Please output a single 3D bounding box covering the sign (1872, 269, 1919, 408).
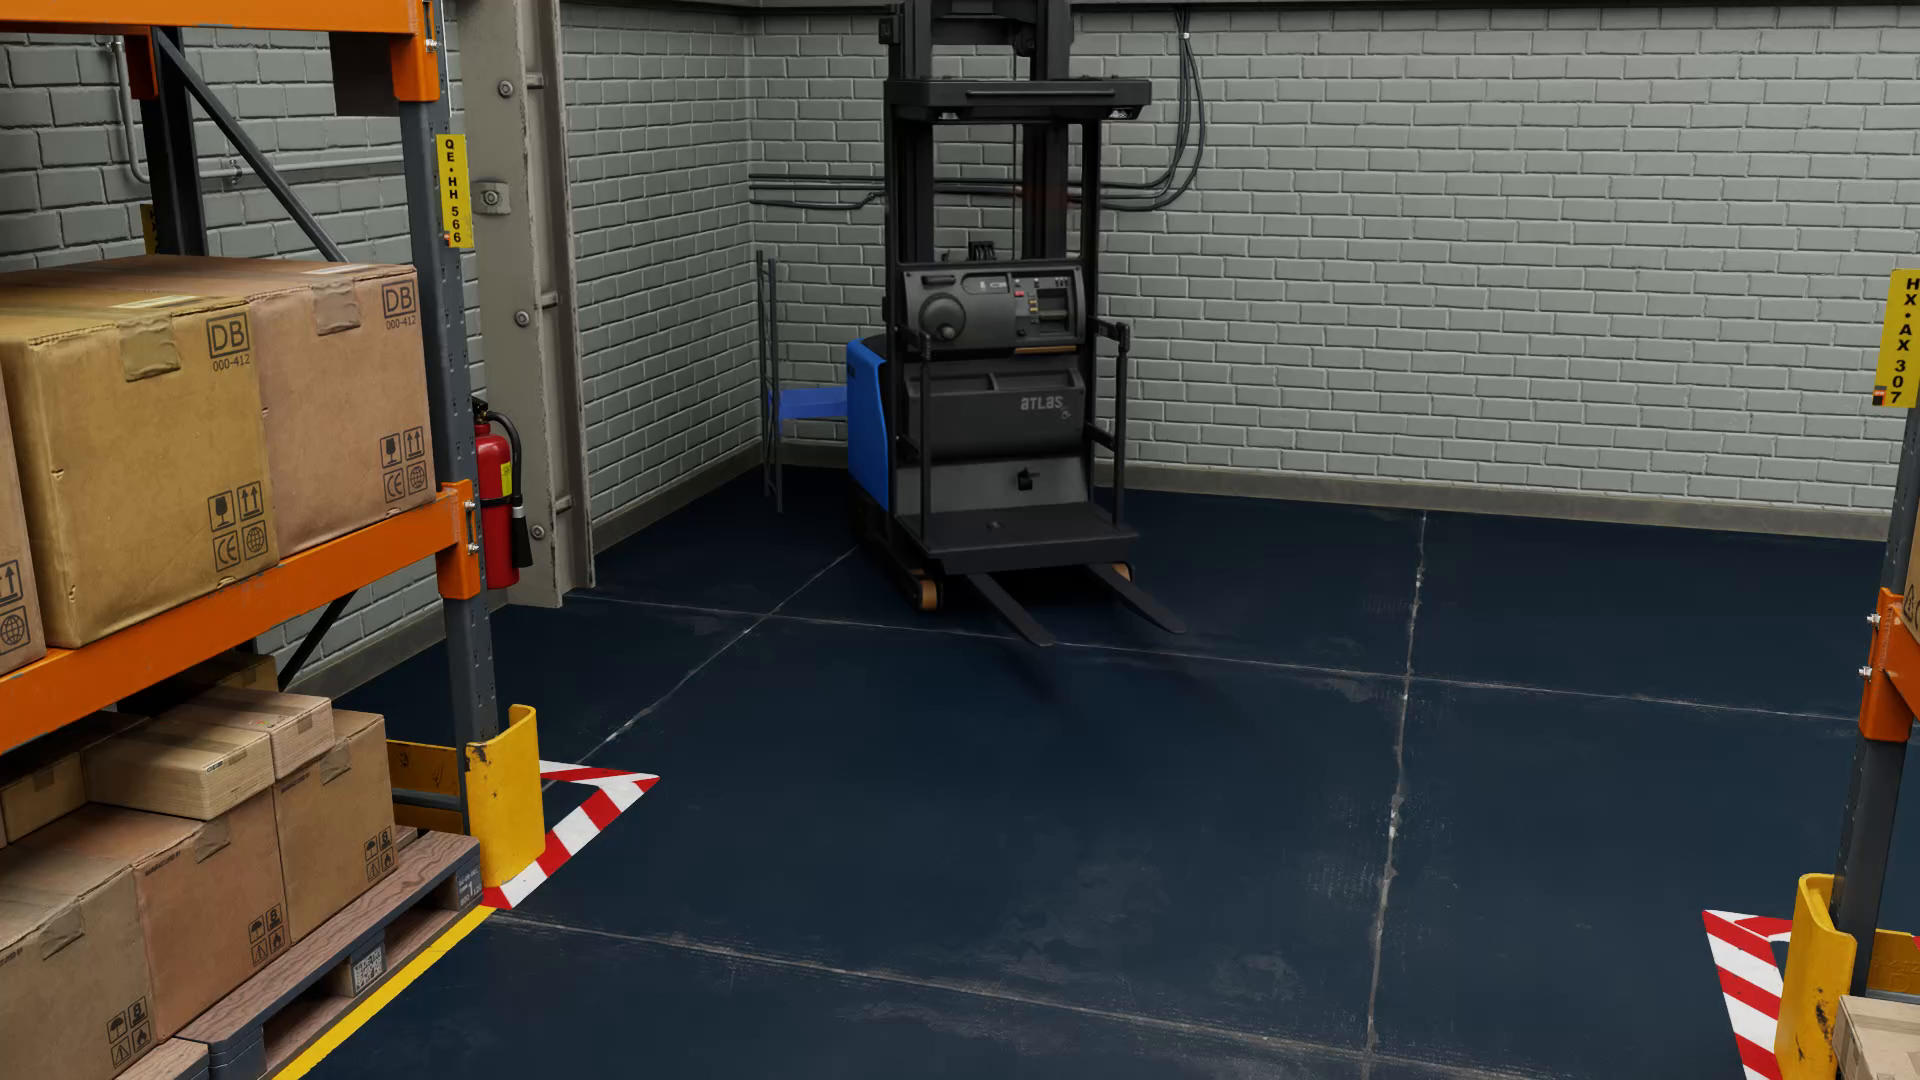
[{"bbox_3d":[2.227,-0.474,3.917,0.100,0.325,0.005,5,16,16],"label":"sign"}]

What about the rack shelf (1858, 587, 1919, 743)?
[{"bbox_3d":[2.179,0.854,2.140,1.077,0.370,4.000,5,16,16],"label":"rack shelf"}]

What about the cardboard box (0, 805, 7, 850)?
[{"bbox_3d":[-2.549,0.697,3.997,0.380,0.149,0.250,5,17,17],"label":"cardboard box"}]

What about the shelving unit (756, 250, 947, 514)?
[{"bbox_3d":[-0.645,-0.982,10.042,1.048,1.500,0.538,-4,16,-15],"label":"shelving unit"}]

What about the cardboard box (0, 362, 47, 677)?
[{"bbox_3d":[-2.560,-0.019,3.349,0.980,0.700,0.700,4,16,13],"label":"cardboard box"}]

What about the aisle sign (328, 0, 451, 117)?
[{"bbox_3d":[-1.695,-1.645,4.867,0.394,0.787,0.004,5,16,16],"label":"aisle sign"}]

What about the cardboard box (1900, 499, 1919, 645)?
[{"bbox_3d":[2.368,0.032,3.536,0.500,0.500,0.500,5,17,17],"label":"cardboard box"}]

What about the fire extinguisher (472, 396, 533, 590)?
[{"bbox_3d":[-1.518,-0.186,5.312,0.296,0.674,0.183,5,16,16],"label":"fire extinguisher"}]

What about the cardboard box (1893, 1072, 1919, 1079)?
[{"bbox_3d":[2.179,1.347,3.317,0.500,0.250,0.500,5,16,16],"label":"cardboard box"}]

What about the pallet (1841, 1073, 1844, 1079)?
[{"bbox_3d":[2.500,1.555,3.462,1.003,0.211,1.213,5,16,16],"label":"pallet"}]

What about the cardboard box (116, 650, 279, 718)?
[{"bbox_3d":[-2.262,0.432,4.930,0.380,0.149,0.250,5,17,16],"label":"cardboard box"}]

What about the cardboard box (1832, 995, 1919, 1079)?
[{"bbox_3d":[2.299,1.227,3.924,0.380,0.149,0.250,5,16,16],"label":"cardboard box"}]

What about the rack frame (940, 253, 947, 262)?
[{"bbox_3d":[-0.156,-1.019,10.173,0.032,1.500,0.500,-4,16,-15],"label":"rack frame"}]

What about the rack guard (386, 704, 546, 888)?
[{"bbox_3d":[-1.996,0.798,5.601,1.175,0.500,0.348,5,16,16],"label":"rack guard"}]

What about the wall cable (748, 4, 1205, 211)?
[{"bbox_3d":[-0.053,-3.243,9.962,3.097,2.526,0.112,5,16,16],"label":"wall cable"}]

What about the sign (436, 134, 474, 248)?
[{"bbox_3d":[-1.487,-1.024,4.886,0.100,0.325,0.005,5,16,16],"label":"sign"}]

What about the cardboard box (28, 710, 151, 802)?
[{"bbox_3d":[-2.406,0.565,4.463,0.380,0.149,0.250,5,16,16],"label":"cardboard box"}]

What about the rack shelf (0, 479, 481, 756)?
[{"bbox_3d":[-2.572,0.471,3.491,1.077,0.370,4.000,5,16,16],"label":"rack shelf"}]

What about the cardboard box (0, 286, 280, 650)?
[{"bbox_3d":[-2.335,-0.218,4.050,0.980,0.700,0.700,4,16,15],"label":"cardboard box"}]

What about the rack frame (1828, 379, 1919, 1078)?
[{"bbox_3d":[2.747,-0.015,3.887,1.000,3.000,0.127,5,16,16],"label":"rack frame"}]

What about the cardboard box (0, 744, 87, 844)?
[{"bbox_3d":[-2.477,0.631,4.232,0.380,0.149,0.250,5,17,16],"label":"cardboard box"}]

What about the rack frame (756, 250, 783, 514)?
[{"bbox_3d":[-1.135,-0.944,9.910,0.032,1.500,0.500,-4,16,-15],"label":"rack frame"}]

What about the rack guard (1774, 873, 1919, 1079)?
[{"bbox_3d":[2.726,1.207,4.158,1.175,0.500,0.348,5,16,16],"label":"rack guard"}]

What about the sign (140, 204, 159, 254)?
[{"bbox_3d":[-2.534,-0.898,5.266,0.100,0.325,0.005,5,16,16],"label":"sign"}]

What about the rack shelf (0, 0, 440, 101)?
[{"bbox_3d":[-2.572,-0.972,3.082,1.077,0.370,4.000,5,16,16],"label":"rack shelf"}]

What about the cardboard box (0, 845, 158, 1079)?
[{"bbox_3d":[-2.391,1.055,3.923,0.700,0.500,0.500,4,16,14],"label":"cardboard box"}]

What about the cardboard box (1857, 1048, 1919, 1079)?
[{"bbox_3d":[2.228,1.284,3.691,0.380,0.166,0.250,5,16,16],"label":"cardboard box"}]

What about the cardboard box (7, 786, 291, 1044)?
[{"bbox_3d":[-2.248,0.924,4.387,0.700,0.500,0.500,5,16,16],"label":"cardboard box"}]

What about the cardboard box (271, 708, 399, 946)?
[{"bbox_3d":[-2.106,0.793,4.849,0.700,0.500,0.500,5,16,16],"label":"cardboard box"}]

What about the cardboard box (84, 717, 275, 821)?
[{"bbox_3d":[-2.040,0.595,4.356,0.380,0.149,0.250,5,17,17],"label":"cardboard box"}]

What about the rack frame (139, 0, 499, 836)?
[{"bbox_3d":[-2.003,-0.399,5.238,1.000,3.000,0.127,5,16,16],"label":"rack frame"}]

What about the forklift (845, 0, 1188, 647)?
[{"bbox_3d":[0.237,-1.174,8.097,1.130,2.935,3.031,-4,16,-15],"label":"forklift"}]

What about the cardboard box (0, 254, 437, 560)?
[{"bbox_3d":[-2.139,-0.409,4.724,0.980,0.700,0.700,5,17,18],"label":"cardboard box"}]

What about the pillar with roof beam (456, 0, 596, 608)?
[{"bbox_3d":[2.062,-3.724,5.969,9.100,9.000,0.400,5,16,16],"label":"pillar with roof beam"}]

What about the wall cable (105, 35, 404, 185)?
[{"bbox_3d":[-2.546,-1.296,6.539,0.084,1.984,1.851,5,16,16],"label":"wall cable"}]

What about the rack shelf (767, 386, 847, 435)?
[{"bbox_3d":[-0.645,-0.809,10.091,1.000,0.185,0.538,-4,16,-15],"label":"rack shelf"}]

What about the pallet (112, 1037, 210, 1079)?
[{"bbox_3d":[-2.504,1.476,3.738,1.003,0.211,1.213,5,16,16],"label":"pallet"}]

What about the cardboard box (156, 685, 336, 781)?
[{"bbox_3d":[-1.968,0.528,4.592,0.380,0.149,0.250,4,16,15],"label":"cardboard box"}]

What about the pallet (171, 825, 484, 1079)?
[{"bbox_3d":[-2.155,1.158,4.859,1.003,0.211,1.213,5,16,16],"label":"pallet"}]
